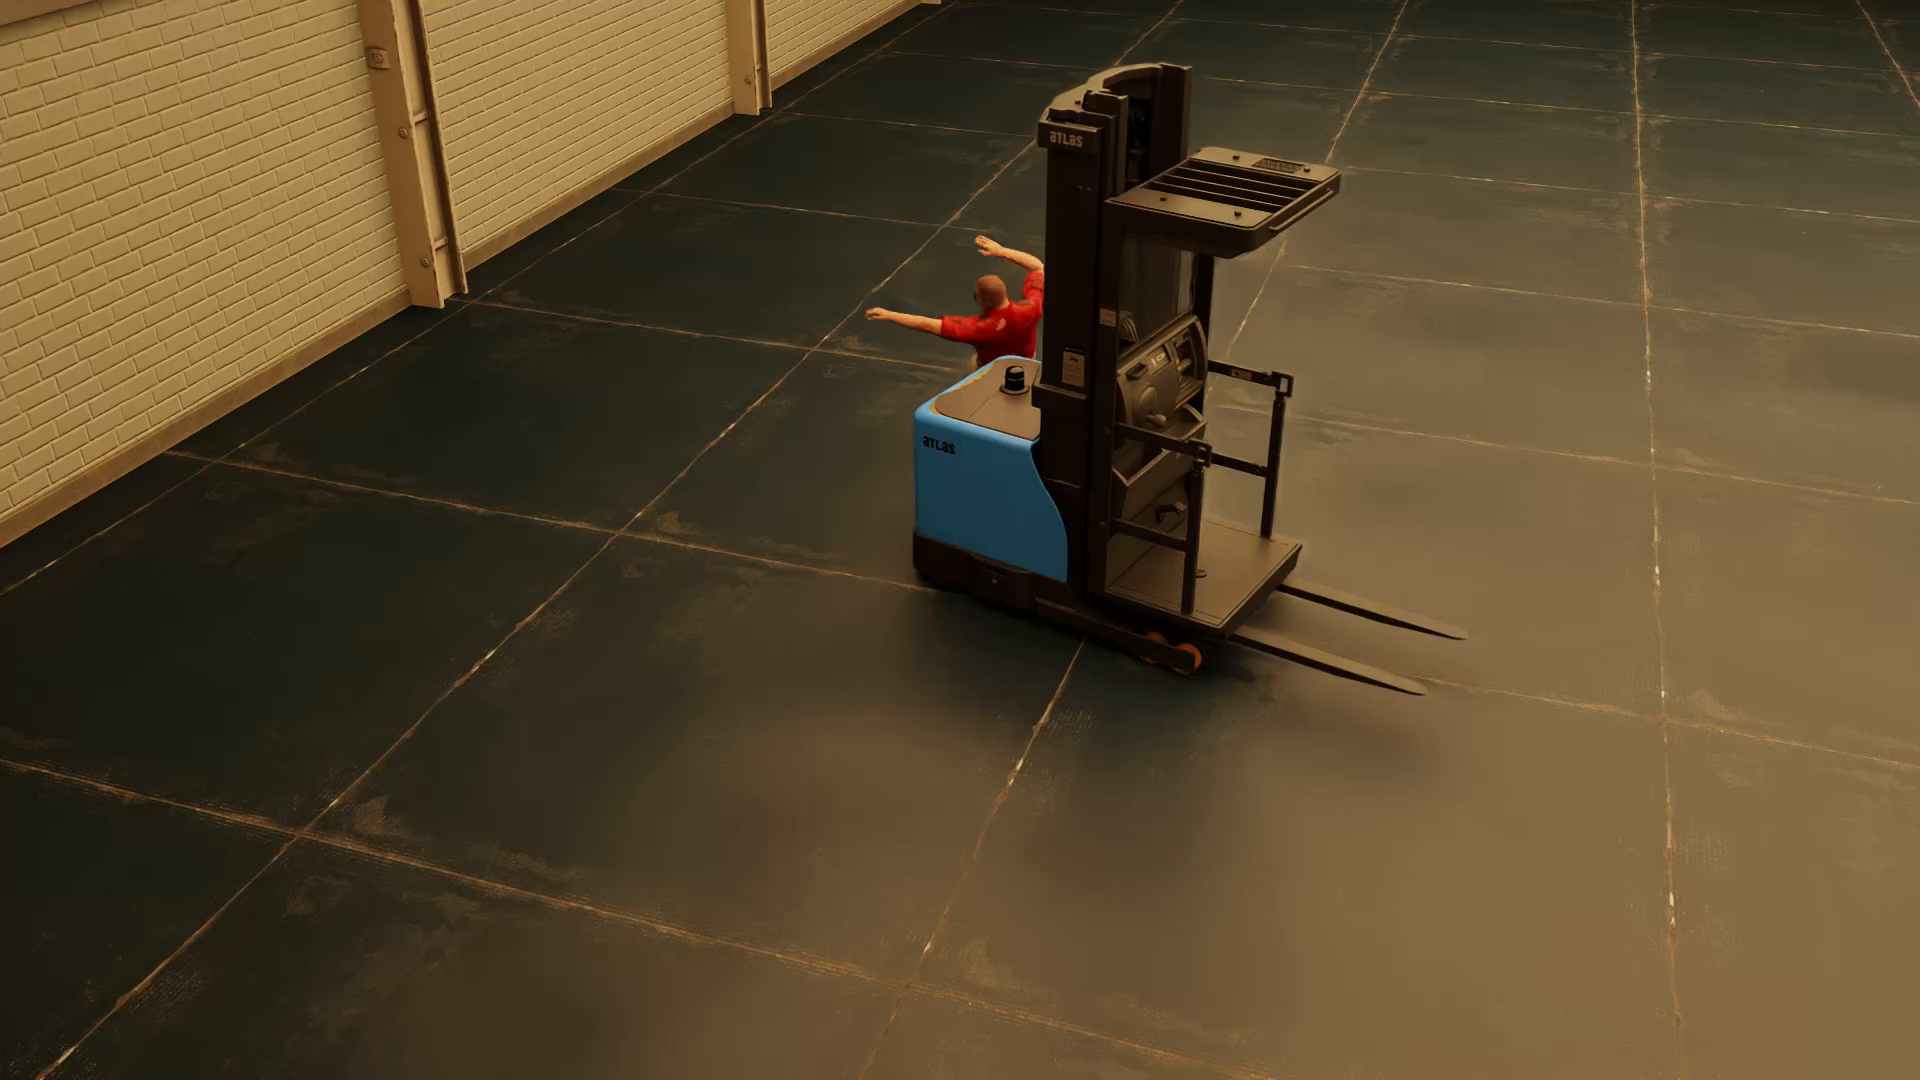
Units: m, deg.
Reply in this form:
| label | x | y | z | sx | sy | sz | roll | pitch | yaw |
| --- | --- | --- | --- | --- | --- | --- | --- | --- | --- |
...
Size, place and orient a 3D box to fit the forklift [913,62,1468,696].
| label | x | y | z | sx | sy | sz | roll | pitch | yaw |
| --- | --- | --- | --- | --- | --- | --- | --- | --- | --- |
| forklift | 1.238 | -0.858 | 8.641 | 3.031 | 2.935 | 1.130 | 18 | 34 | 29 |

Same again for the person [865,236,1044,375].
| label | x | y | z | sx | sy | sz | roll | pitch | yaw |
| --- | --- | --- | --- | --- | --- | --- | --- | --- | --- |
| person | -0.010 | -1.166 | 10.617 | 1.108 | 1.602 | 0.859 | 2 | 30 | 4 |
